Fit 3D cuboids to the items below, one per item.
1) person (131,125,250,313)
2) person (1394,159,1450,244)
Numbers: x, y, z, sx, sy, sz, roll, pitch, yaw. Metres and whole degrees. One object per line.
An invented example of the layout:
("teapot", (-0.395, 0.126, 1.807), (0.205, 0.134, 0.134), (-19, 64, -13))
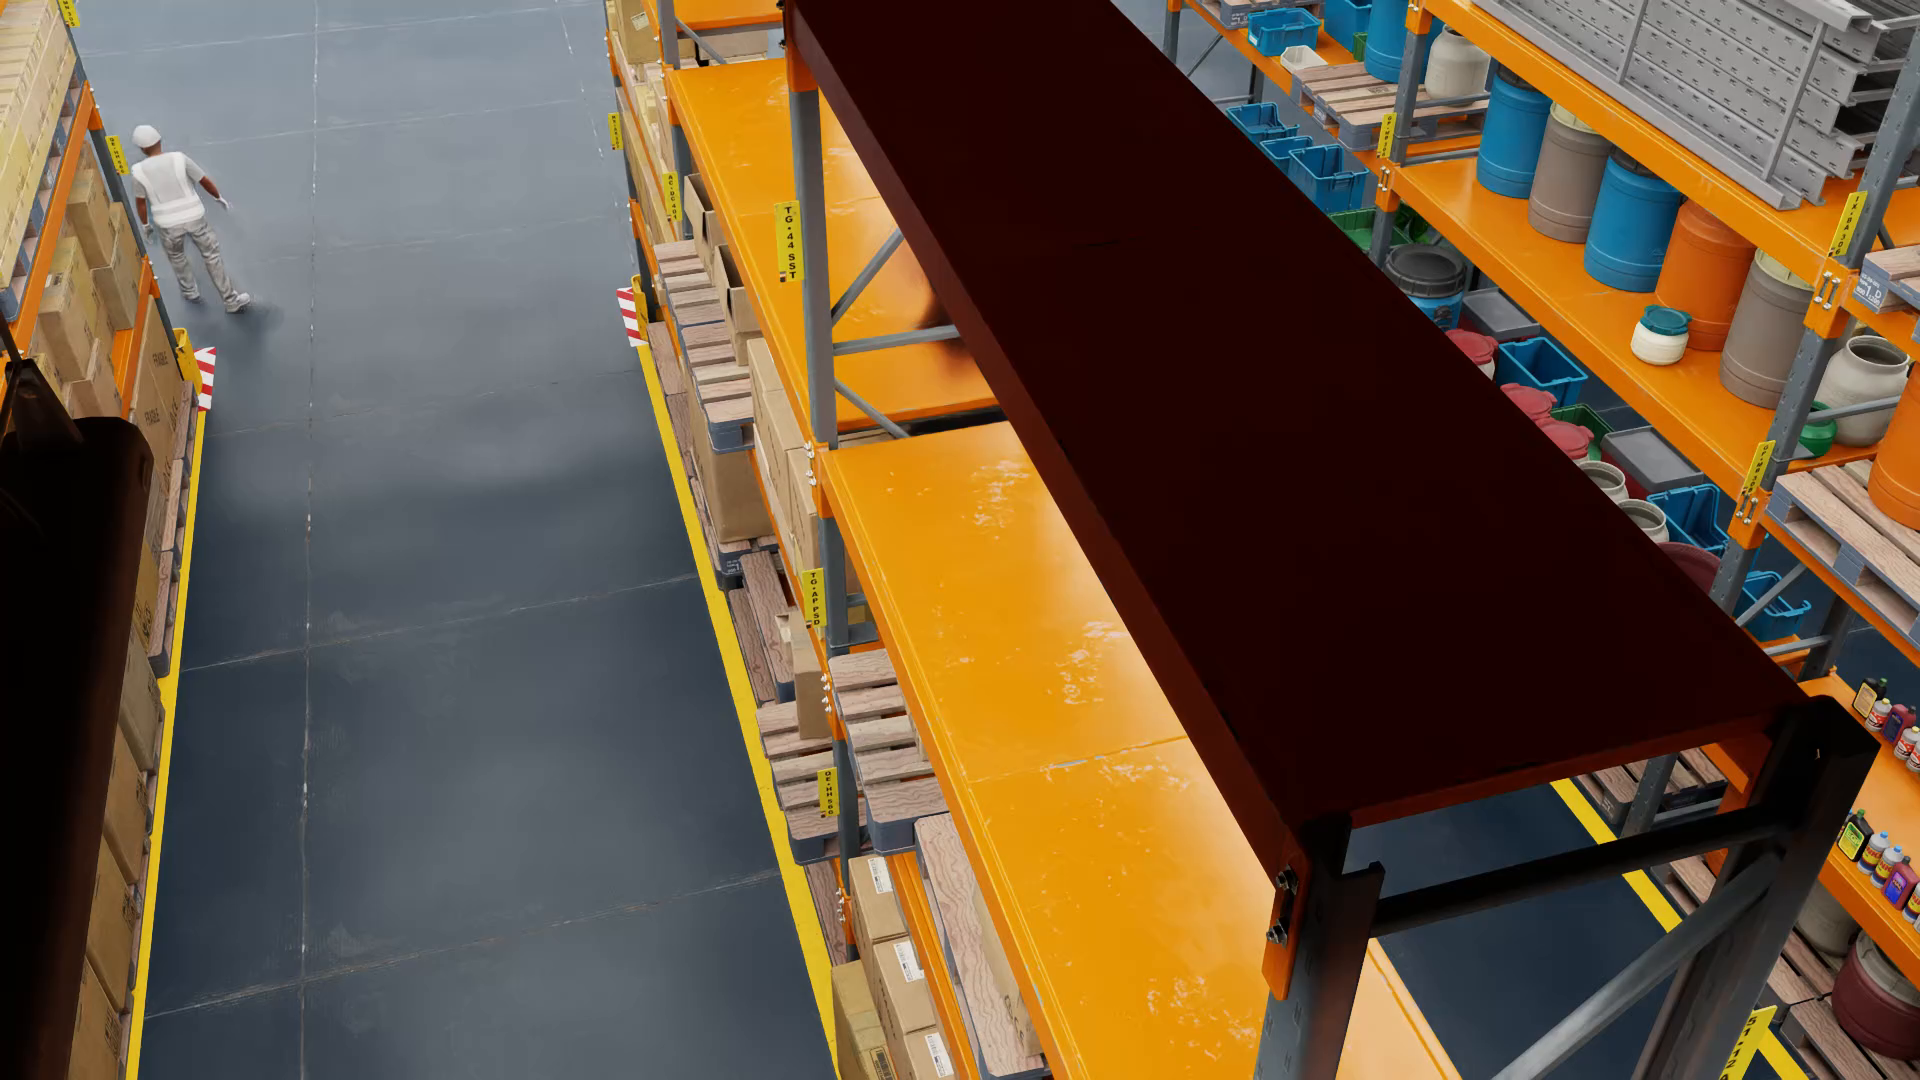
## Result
("person", (-7.045, -2.932, 15.119), (0.766, 1.773, 0.768), (-18, 42, -21))
("person", (4.303, -3.128, 15.382), (0.658, 1.739, 0.827), (-21, 43, -25))
